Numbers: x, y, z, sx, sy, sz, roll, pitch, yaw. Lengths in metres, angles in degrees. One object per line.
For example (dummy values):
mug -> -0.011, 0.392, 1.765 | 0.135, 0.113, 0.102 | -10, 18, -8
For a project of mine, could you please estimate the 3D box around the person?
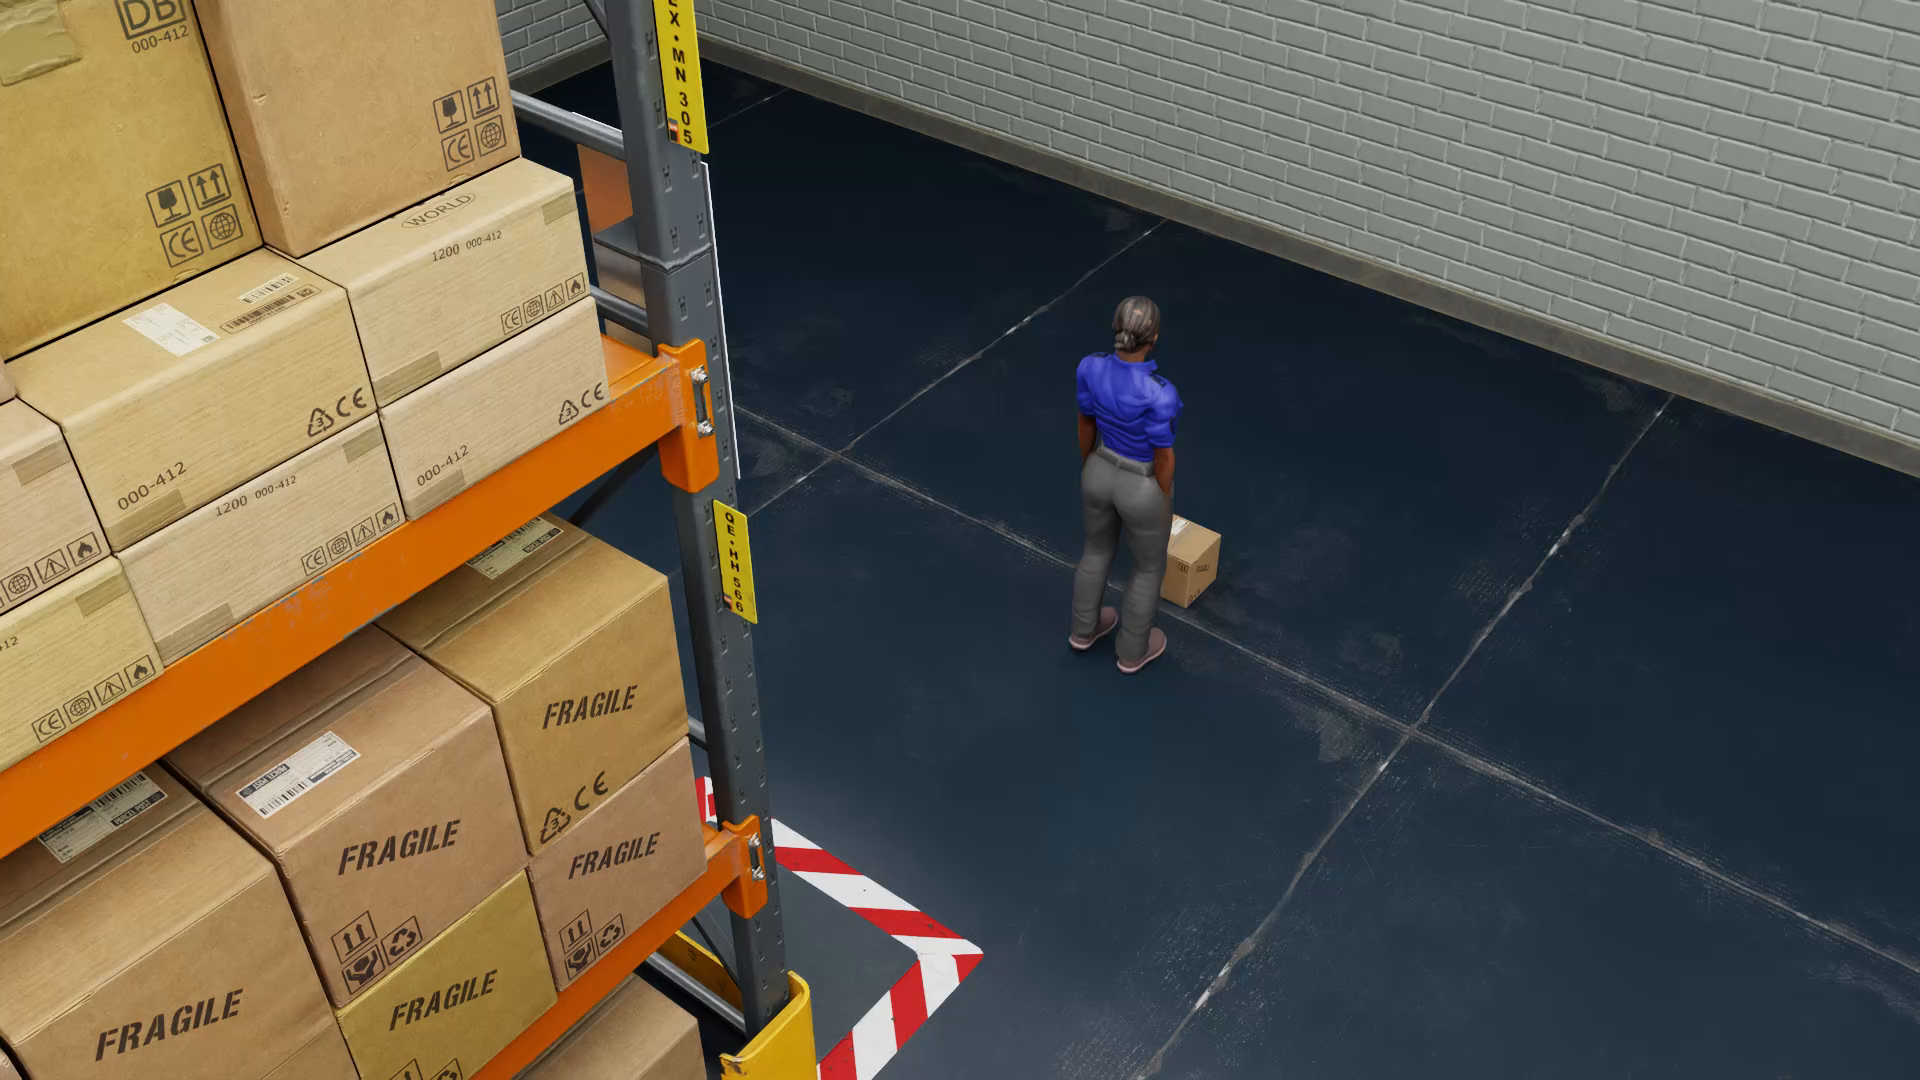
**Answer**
person -> 0.638, -0.215, 6.431 | 0.438, 1.656, 0.303 | 27, 46, 29
